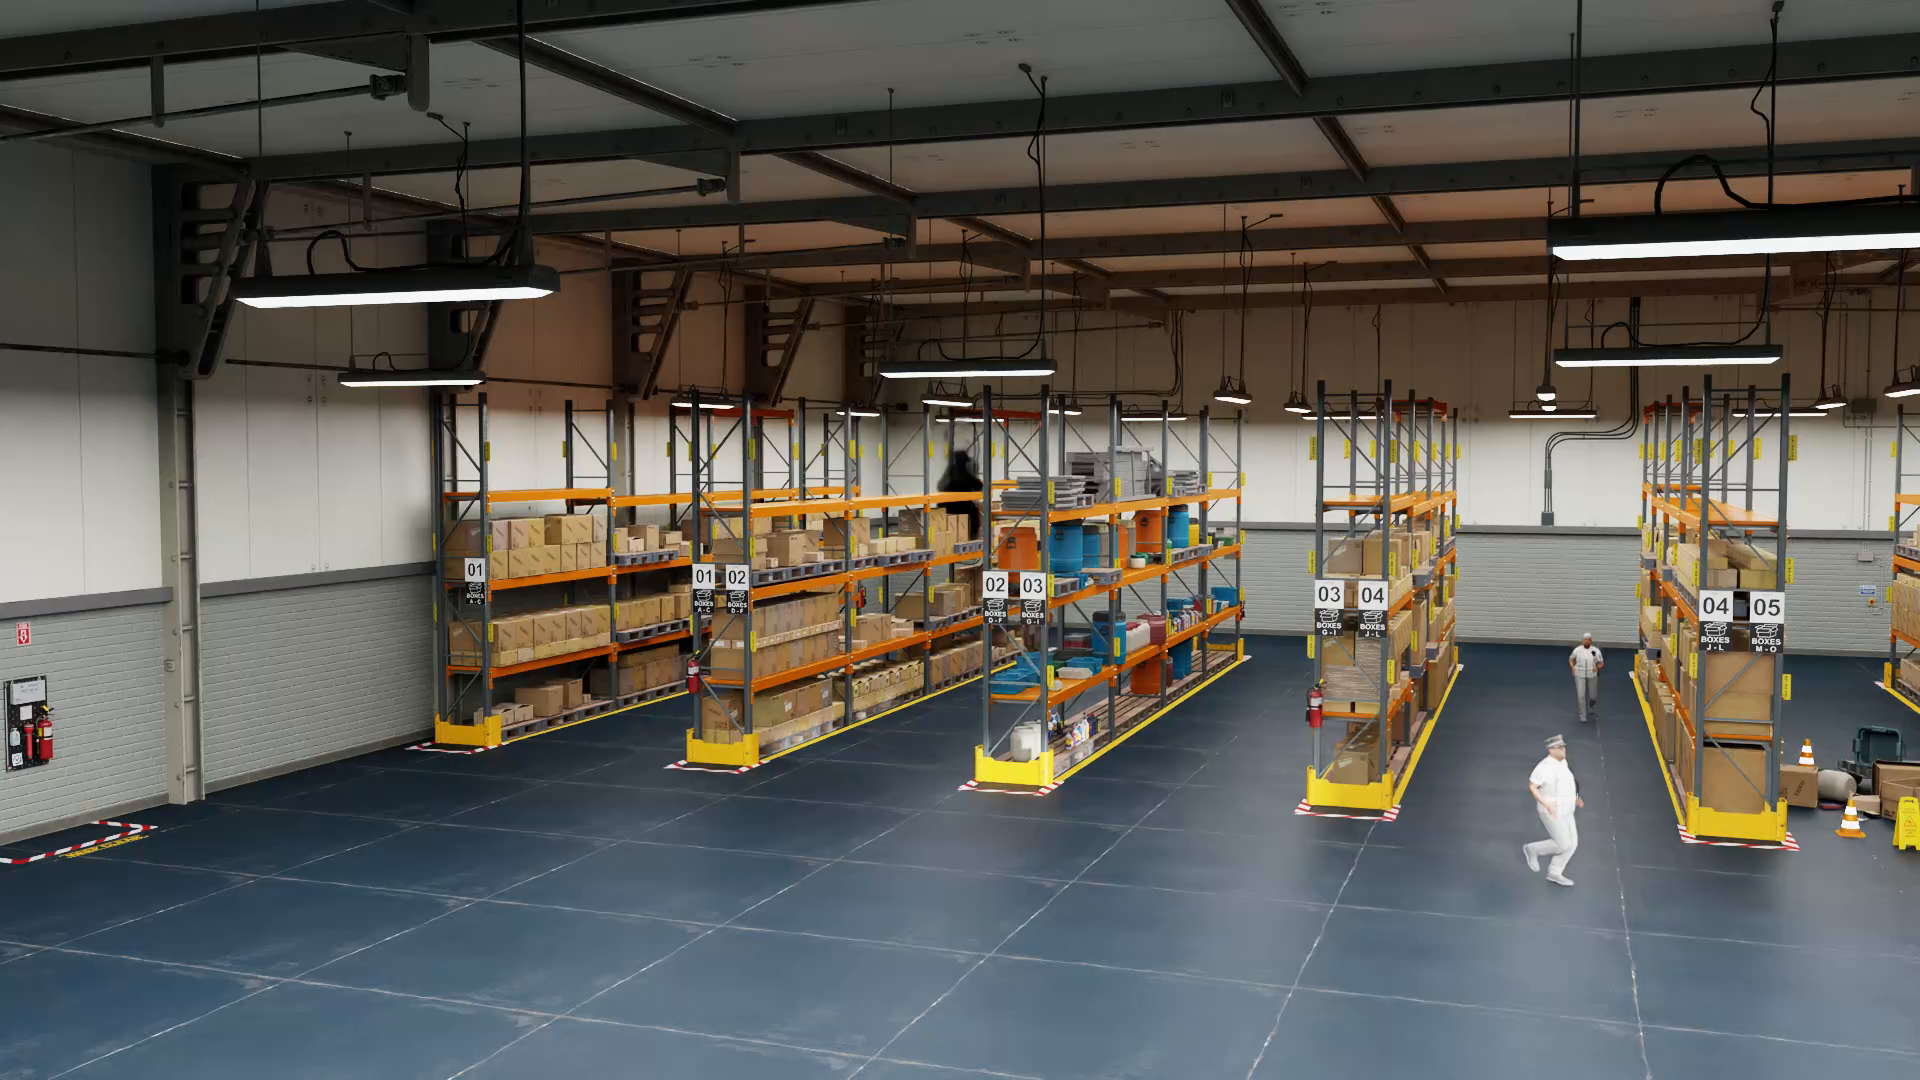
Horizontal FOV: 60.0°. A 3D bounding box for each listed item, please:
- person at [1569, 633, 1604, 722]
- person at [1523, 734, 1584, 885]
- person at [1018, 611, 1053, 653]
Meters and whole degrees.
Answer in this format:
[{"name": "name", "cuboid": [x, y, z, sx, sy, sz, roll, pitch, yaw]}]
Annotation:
[{"name": "person", "cuboid": [11.638, 2.543, 30.922, 0.616, 1.625, 0.737, 1, 3, 20]}, {"name": "person", "cuboid": [6.890, 3.114, 19.292, 0.666, 1.735, 0.601, -3, 4, -41]}, {"name": "person", "cuboid": [1.540, 1.985, 34.939, 0.715, 1.750, 0.591, 1, 3, 19]}]
